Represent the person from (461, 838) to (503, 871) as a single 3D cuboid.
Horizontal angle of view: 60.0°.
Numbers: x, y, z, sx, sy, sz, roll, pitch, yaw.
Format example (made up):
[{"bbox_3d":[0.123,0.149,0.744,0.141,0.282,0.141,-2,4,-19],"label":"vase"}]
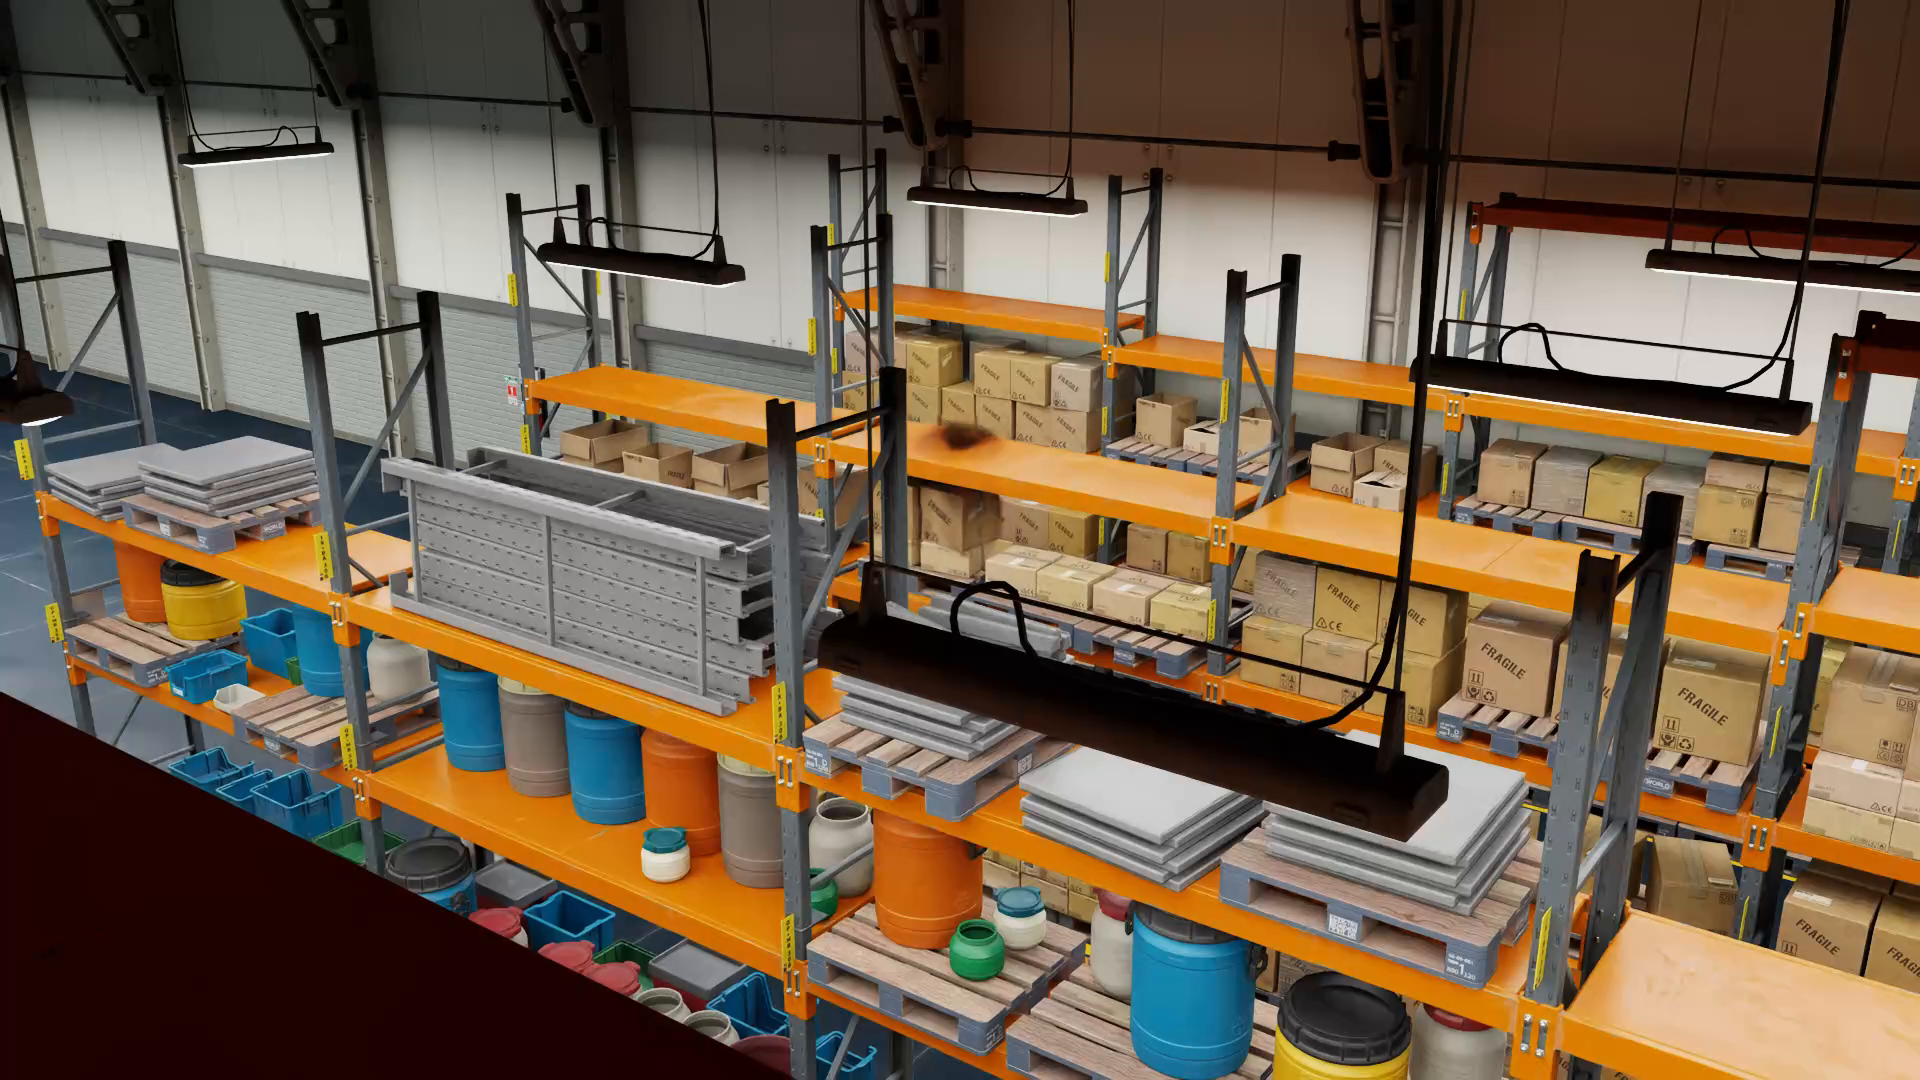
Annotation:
[{"bbox_3d":[-4.103,2.688,14.460,0.454,1.636,0.514,0,18,1],"label":"person"}]
